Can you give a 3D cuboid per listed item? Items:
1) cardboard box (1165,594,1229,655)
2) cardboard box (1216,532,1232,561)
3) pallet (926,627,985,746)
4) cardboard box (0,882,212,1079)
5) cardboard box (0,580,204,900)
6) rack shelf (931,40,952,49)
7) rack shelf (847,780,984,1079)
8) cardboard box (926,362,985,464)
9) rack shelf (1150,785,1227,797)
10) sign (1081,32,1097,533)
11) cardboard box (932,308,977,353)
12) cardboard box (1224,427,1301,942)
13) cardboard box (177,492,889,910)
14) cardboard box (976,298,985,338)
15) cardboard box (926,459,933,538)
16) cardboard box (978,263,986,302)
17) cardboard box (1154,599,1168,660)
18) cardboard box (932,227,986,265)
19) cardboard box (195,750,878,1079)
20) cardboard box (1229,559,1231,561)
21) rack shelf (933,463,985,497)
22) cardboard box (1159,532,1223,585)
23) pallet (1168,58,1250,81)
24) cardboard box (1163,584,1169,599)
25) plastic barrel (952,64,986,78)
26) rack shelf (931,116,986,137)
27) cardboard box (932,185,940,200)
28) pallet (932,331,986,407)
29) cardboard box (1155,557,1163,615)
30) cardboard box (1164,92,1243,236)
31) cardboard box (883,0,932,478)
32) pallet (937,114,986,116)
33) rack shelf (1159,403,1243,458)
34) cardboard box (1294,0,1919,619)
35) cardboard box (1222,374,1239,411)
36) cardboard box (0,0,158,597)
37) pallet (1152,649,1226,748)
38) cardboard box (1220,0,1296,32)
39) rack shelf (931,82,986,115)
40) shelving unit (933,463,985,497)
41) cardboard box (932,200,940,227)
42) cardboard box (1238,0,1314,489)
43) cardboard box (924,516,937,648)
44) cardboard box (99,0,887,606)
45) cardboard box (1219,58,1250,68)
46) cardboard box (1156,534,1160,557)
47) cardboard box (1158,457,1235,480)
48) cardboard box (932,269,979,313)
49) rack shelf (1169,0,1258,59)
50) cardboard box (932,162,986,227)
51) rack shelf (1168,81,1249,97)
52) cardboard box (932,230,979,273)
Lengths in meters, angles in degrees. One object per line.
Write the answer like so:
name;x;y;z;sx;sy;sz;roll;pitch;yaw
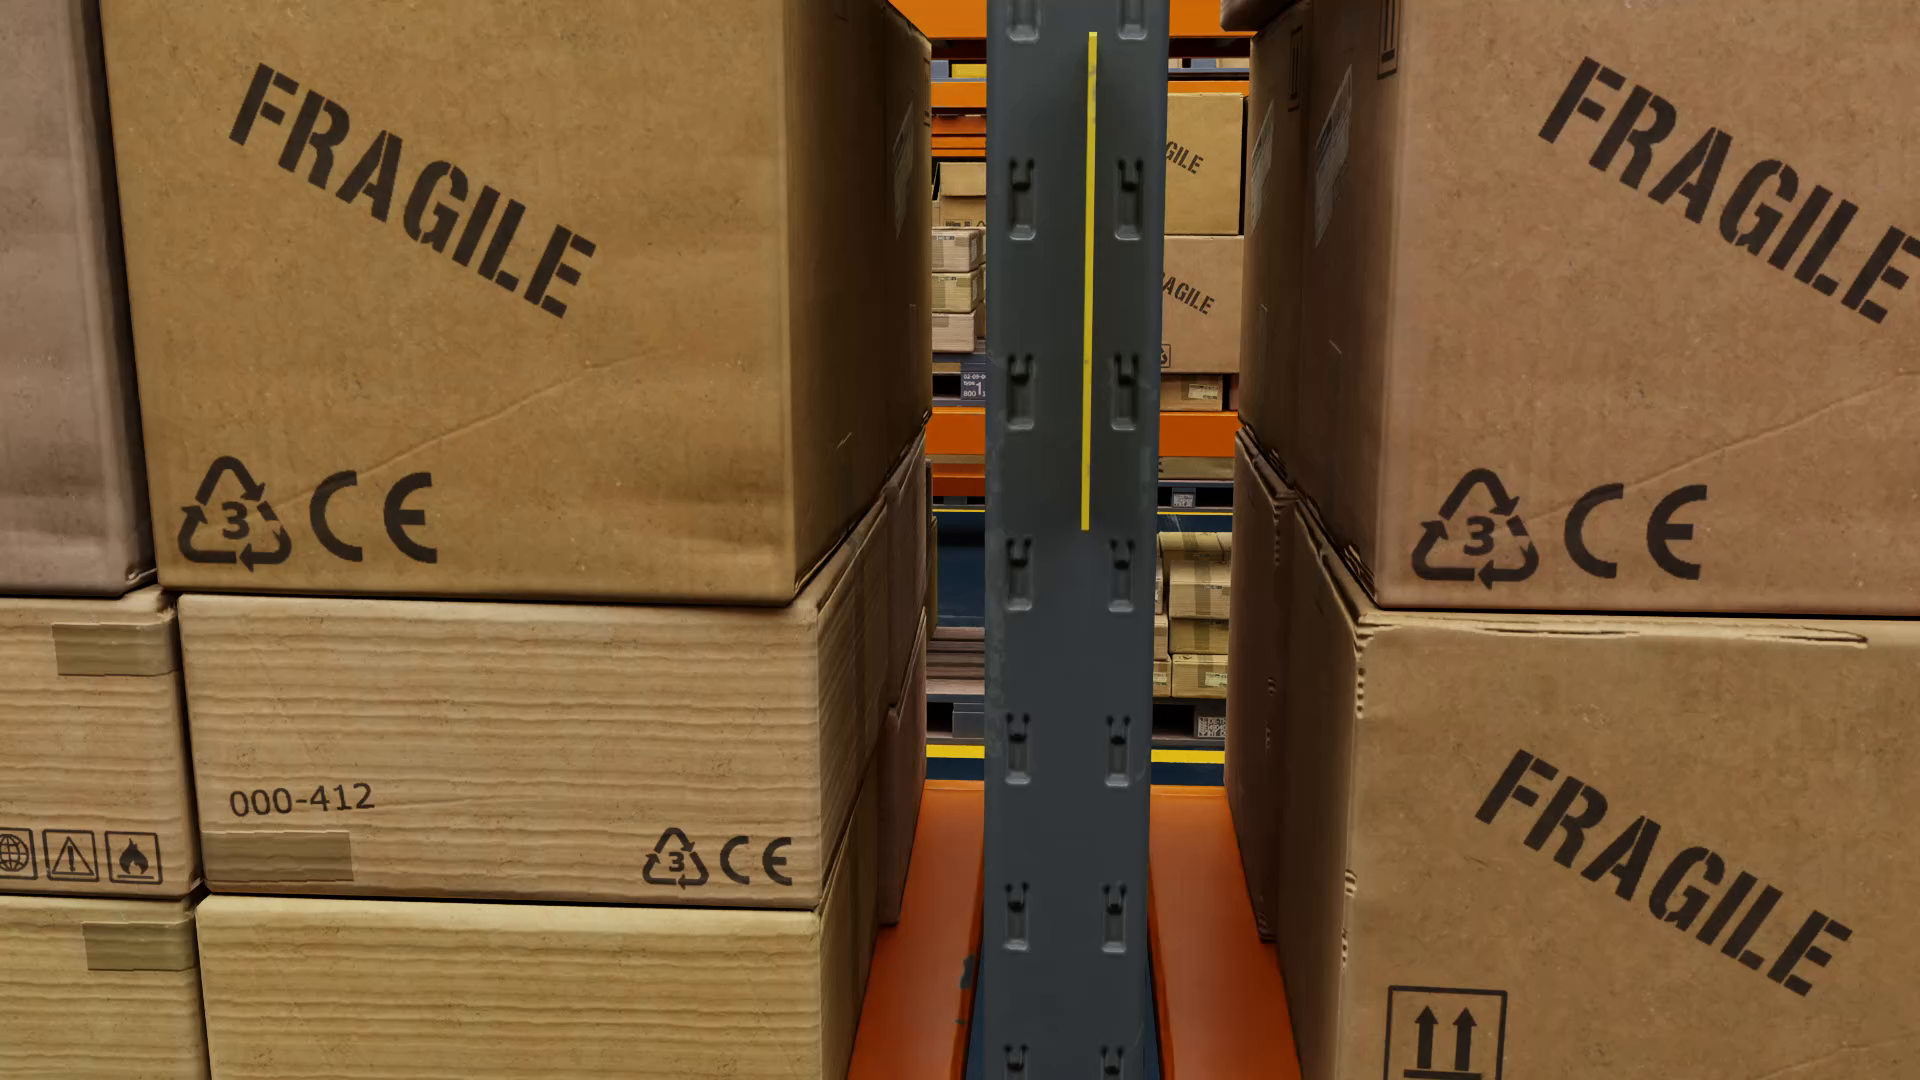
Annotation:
cardboard box;0.943;0.330;6.573;0.250;0.149;0.380;1;12;4
cardboard box;1.223;0.078;7.051;0.250;0.149;0.380;1;12;3
pallet;-0.433;0.585;6.954;1.213;0.211;1.003;1;12;4
cardboard box;-0.858;0.355;1.611;0.500;0.250;0.500;1;12;3
cardboard box;-0.841;0.110;1.560;0.500;0.250;0.500;1;12;5
rack shelf;-1.651;-2.008;6.497;3.809;0.124;0.919;1;12;4
rack shelf;-1.881;0.568;1.983;4.000;0.370;1.077;1;12;4
cardboard box;0.137;-0.951;11.654;0.875;0.875;1.225;1;12;4
rack shelf;2.110;0.623;1.721;4.000;0.370;1.077;1;12;4
sign;0.088;-0.174;1.137;0.005;0.325;0.100;1;12;4
cardboard box;-0.065;-0.817;6.435;0.250;0.149;0.380;1;12;2
cardboard box;0.594;0.149;1.988;0.500;0.500;0.500;1;12;4
cardboard box;-0.342;0.116;1.534;0.500;0.250;0.500;1;12;4
cardboard box;-0.018;-0.951;7.077;0.250;0.149;0.380;0;12;1
cardboard box;-0.375;-0.182;7.062;0.500;0.250;0.500;0;12;1
cardboard box;-0.018;-1.097;7.047;0.250;0.149;0.380;1;12;5
cardboard box;0.685;0.345;6.502;0.250;0.149;0.380;1;12;6
cardboard box;-0.018;-1.242;7.016;0.250;0.149;0.380;1;12;7
cardboard box;-0.350;0.362;1.577;0.500;0.250;0.500;1;12;2
cardboard box;1.201;0.186;6.538;0.250;0.149;0.380;1;12;3
rack shelf;0.007;-0.311;10.203;1.000;0.278;0.538;1;12;4
cardboard box;0.974;0.077;7.060;0.250;0.149;0.380;1;12;4
pallet;1.592;-3.193;11.095;1.213;0.211;1.003;1;12;4
cardboard box;0.951;0.216;7.122;0.250;0.149;0.380;0;12;1
plastic barrel;0.183;-4.530;15.786;0.600;0.588;0.600;0;12;0
rack shelf;-0.888;-3.936;16.191;4.000;0.370;1.077;1;12;4
cardboard box;-0.241;-5.365;25.740;0.500;0.250;0.500;1;12;3
pallet;-0.409;-0.716;6.831;1.213;0.211;1.003;1;12;4
cardboard box;0.674;0.176;6.583;0.250;0.149;0.380;1;12;6
cardboard box;0.778;-1.397;6.209;0.500;0.500;0.500;1;12;5
cardboard box;-0.305;-0.360;1.975;0.500;0.500;0.500;1;12;4
pallet;0.319;-4.160;15.962;1.003;0.211;1.213;1;12;4
rack shelf;2.506;-1.610;8.795;4.006;1.845;5.958;1;12;4
cardboard box;0.573;-0.239;1.398;0.500;0.500;0.500;1;12;4
cardboard box;1.137;-0.594;6.397;0.250;0.149;0.380;0;12;1
cardboard box;-0.865;-0.255;1.477;0.500;0.500;0.500;1;12;5
pallet;1.017;0.598;6.896;1.213;0.211;1.003;1;12;4
cardboard box;0.443;-0.673;1.890;0.250;0.149;0.380;1;12;3
rack shelf;-1.219;-2.925;11.354;4.000;0.370;1.077;1;12;4
shelving unit;0.007;-0.550;10.152;1.048;1.125;0.538;1;12;4
cardboard box;-0.325;-4.071;21.133;0.500;0.500;0.700;-2;12;-11
cardboard box;0.604;-0.345;1.905;0.500;0.500;0.500;1;12;3
cardboard box;-0.375;0.184;7.140;0.500;0.500;0.500;1;12;6
cardboard box;-0.348;-0.250;1.450;0.500;0.500;0.500;1;12;6
cardboard box;3.428;-5.795;20.635;0.500;0.500;0.700;1;12;4
cardboard box;0.717;0.081;7.038;0.250;0.149;0.380;1;12;5
cardboard box;1.430;-0.921;11.510;0.875;0.875;0.875;1;12;4
cardboard box;-0.066;-0.963;6.405;0.250;0.149;0.380;1;12;5
rack shelf;2.340;-1.858;6.255;4.000;0.370;1.077;1;12;4
cardboard box;0.139;-2.328;11.378;0.637;0.503;0.797;0;12;2
rack shelf;2.772;-2.870;11.093;4.000;0.370;1.077;1;12;4
cardboard box;-0.069;-1.109;6.377;0.250;0.149;0.380;1;12;6
